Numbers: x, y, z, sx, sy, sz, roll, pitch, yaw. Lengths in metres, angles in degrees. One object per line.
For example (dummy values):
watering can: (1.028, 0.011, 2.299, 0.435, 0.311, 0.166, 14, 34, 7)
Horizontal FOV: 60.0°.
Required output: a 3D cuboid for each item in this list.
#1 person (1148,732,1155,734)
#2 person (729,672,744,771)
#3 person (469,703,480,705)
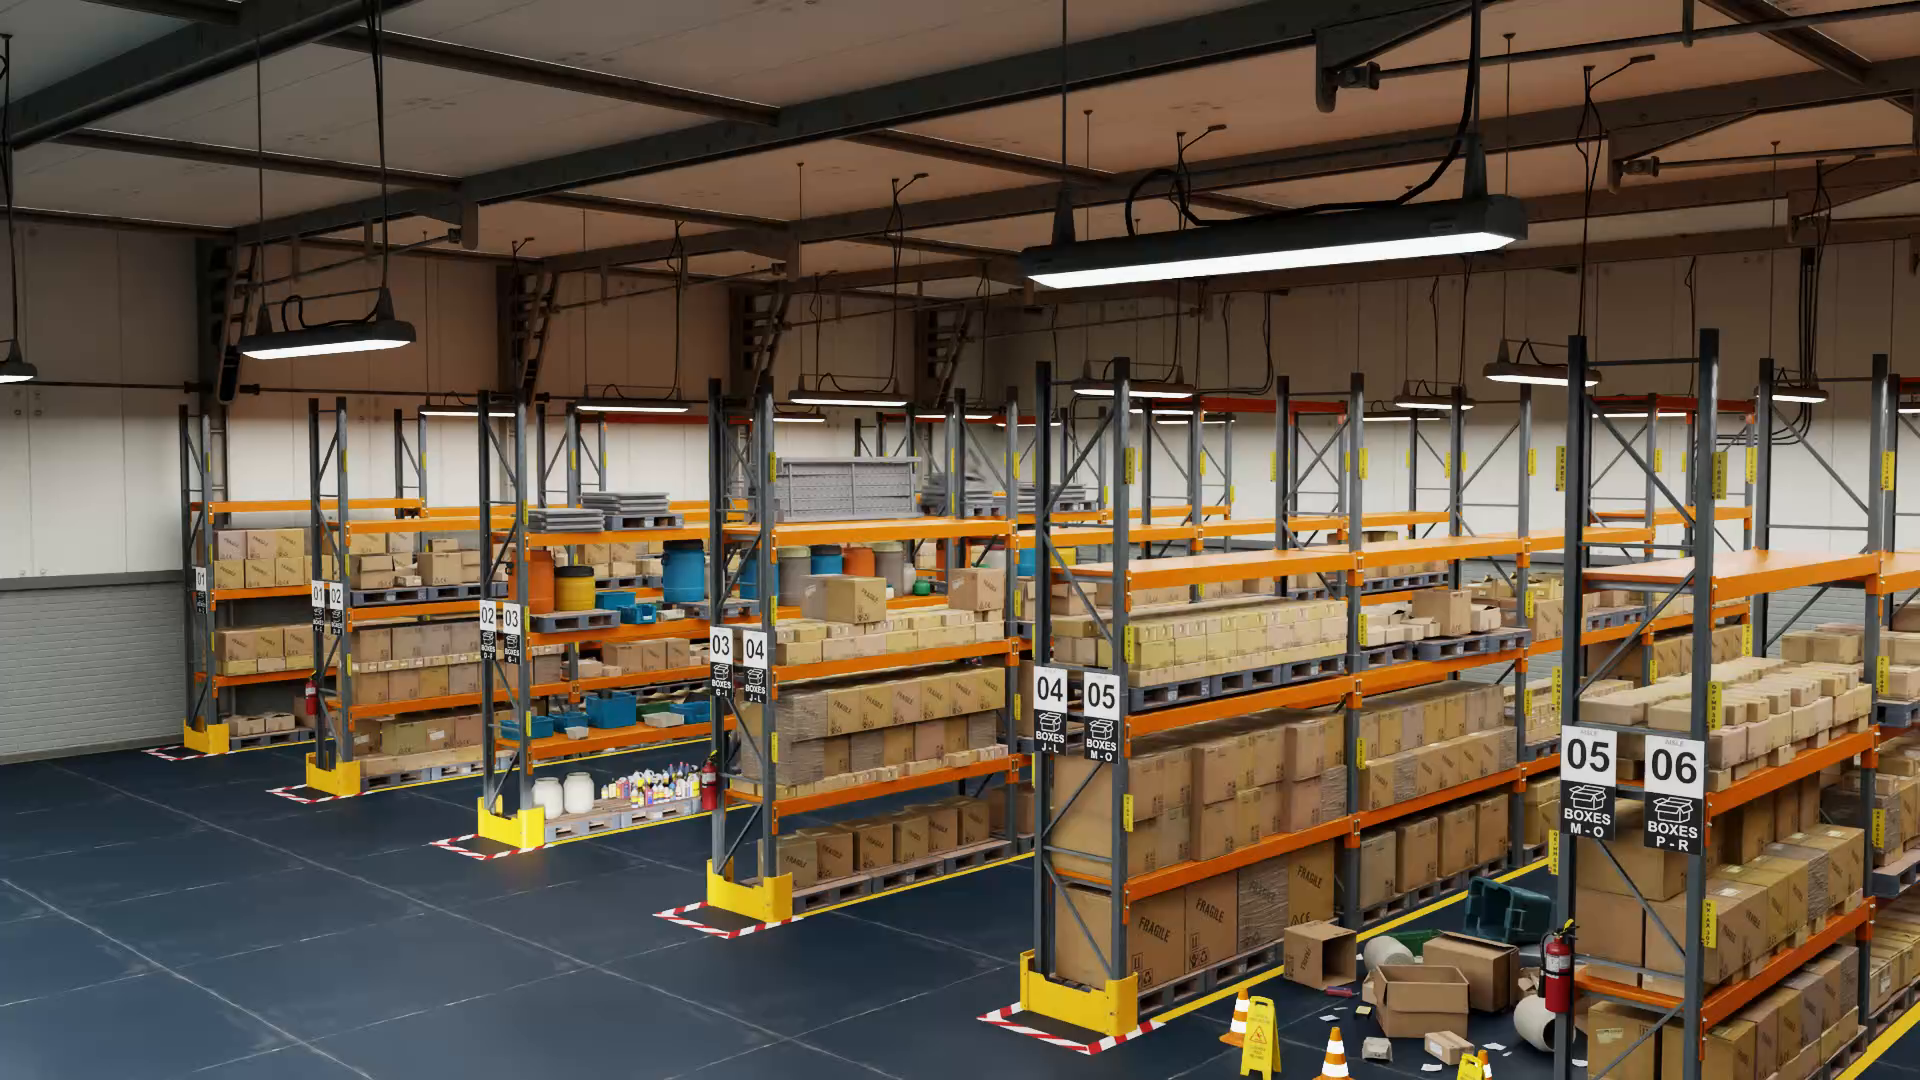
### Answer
person: (2.338, 3.219, 20.372, 0.723, 1.746, 0.628, 2, 4, 34)
person: (-3.489, 2.880, 27.049, 0.700, 1.718, 0.625, 3, 4, 43)
person: (-8.519, 2.726, 29.324, 0.685, 1.818, 0.832, 2, 4, 33)
